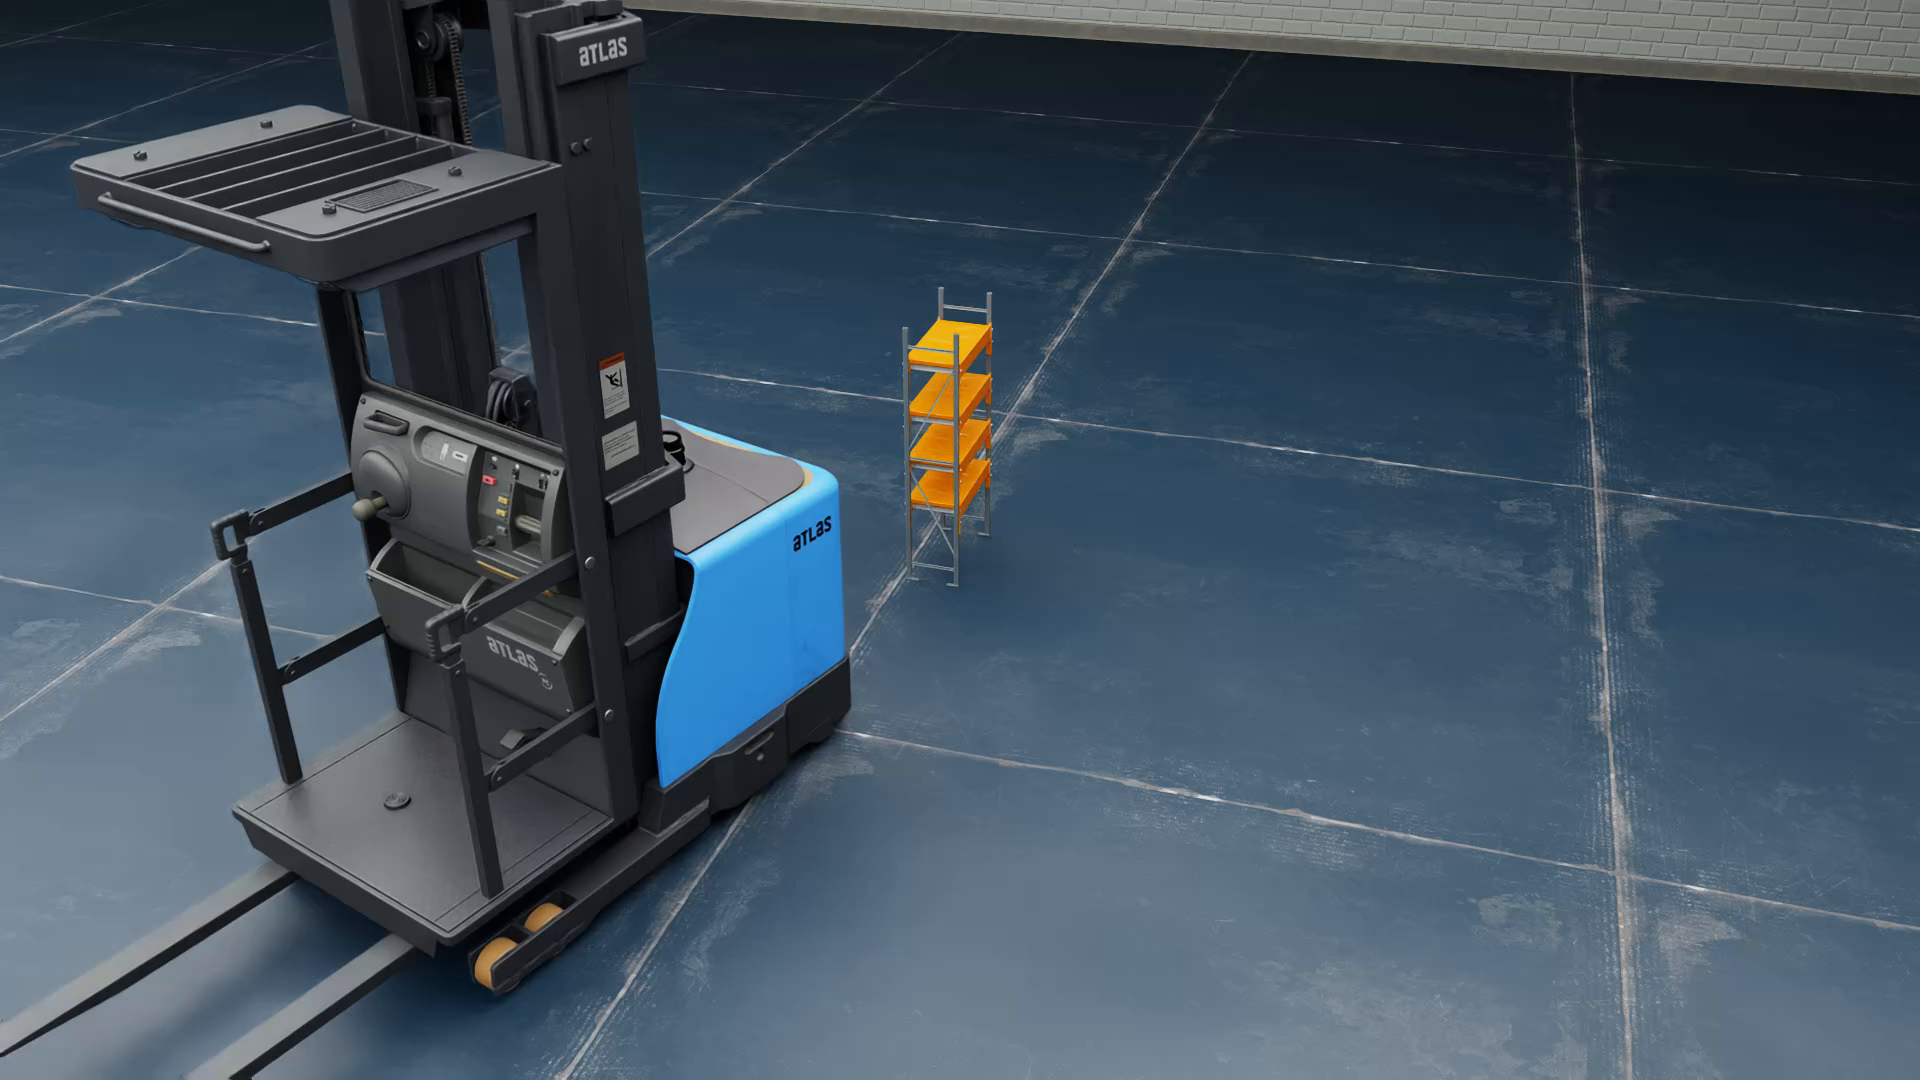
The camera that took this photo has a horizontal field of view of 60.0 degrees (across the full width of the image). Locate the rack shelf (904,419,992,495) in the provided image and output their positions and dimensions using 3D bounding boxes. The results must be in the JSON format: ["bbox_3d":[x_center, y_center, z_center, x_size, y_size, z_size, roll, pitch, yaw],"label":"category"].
[{"bbox_3d":[-0.049,-0.389,7.353,0.258,0.148,0.480,8,30,15],"label":"rack shelf"}]

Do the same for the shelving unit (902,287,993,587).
[{"bbox_3d":[-0.049,-0.447,7.320,0.258,1.200,0.503,8,30,15],"label":"shelving unit"}]

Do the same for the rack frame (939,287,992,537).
[{"bbox_3d":[0.023,-0.561,7.524,0.240,1.200,0.015,8,30,15],"label":"rack frame"}]

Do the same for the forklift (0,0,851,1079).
[{"bbox_3d":[-1.678,-0.133,4.974,1.130,2.935,3.031,19,34,30],"label":"forklift"}]

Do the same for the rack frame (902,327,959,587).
[{"bbox_3d":[-0.120,-0.334,7.116,0.240,1.200,0.015,8,30,15],"label":"rack frame"}]

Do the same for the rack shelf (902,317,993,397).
[{"bbox_3d":[-0.049,-0.791,7.129,0.258,0.148,0.480,8,30,15],"label":"rack shelf"}]

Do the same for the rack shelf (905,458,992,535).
[{"bbox_3d":[-0.049,-0.215,7.449,0.258,0.148,0.480,8,30,15],"label":"rack shelf"}]

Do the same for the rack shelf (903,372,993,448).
[{"bbox_3d":[-0.049,-0.584,7.244,0.258,0.148,0.480,8,30,15],"label":"rack shelf"}]
